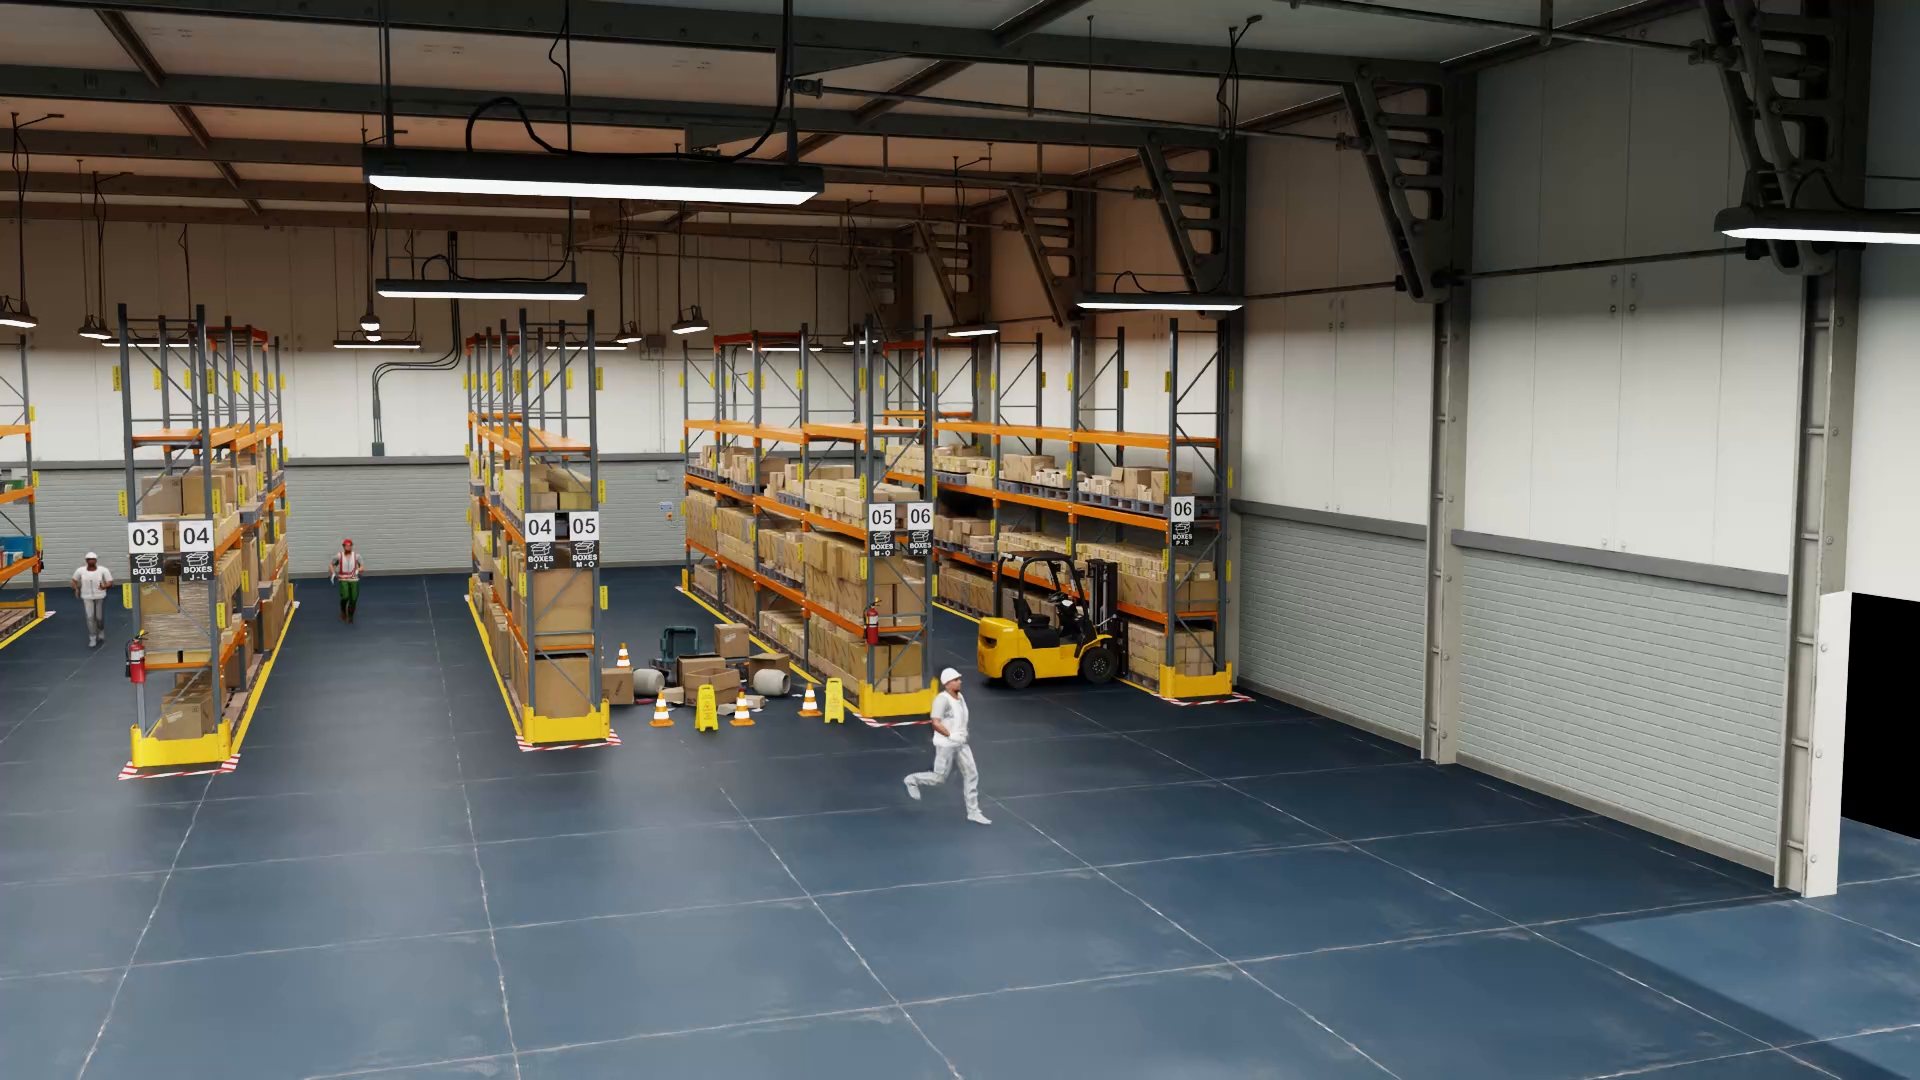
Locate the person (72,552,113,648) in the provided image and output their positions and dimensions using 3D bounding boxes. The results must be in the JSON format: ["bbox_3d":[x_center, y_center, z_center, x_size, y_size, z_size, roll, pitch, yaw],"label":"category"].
[{"bbox_3d":[-16.531,1.113,31.716,0.698,1.772,0.853,-2,6,-24],"label":"person"}]

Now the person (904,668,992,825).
[{"bbox_3d":[-0.141,2.346,19.011,1.095,1.771,0.654,3,6,31],"label":"person"}]

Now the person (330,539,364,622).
[{"bbox_3d":[-12.670,0.854,34.453,0.664,1.738,0.603,-3,6,-29],"label":"person"}]
